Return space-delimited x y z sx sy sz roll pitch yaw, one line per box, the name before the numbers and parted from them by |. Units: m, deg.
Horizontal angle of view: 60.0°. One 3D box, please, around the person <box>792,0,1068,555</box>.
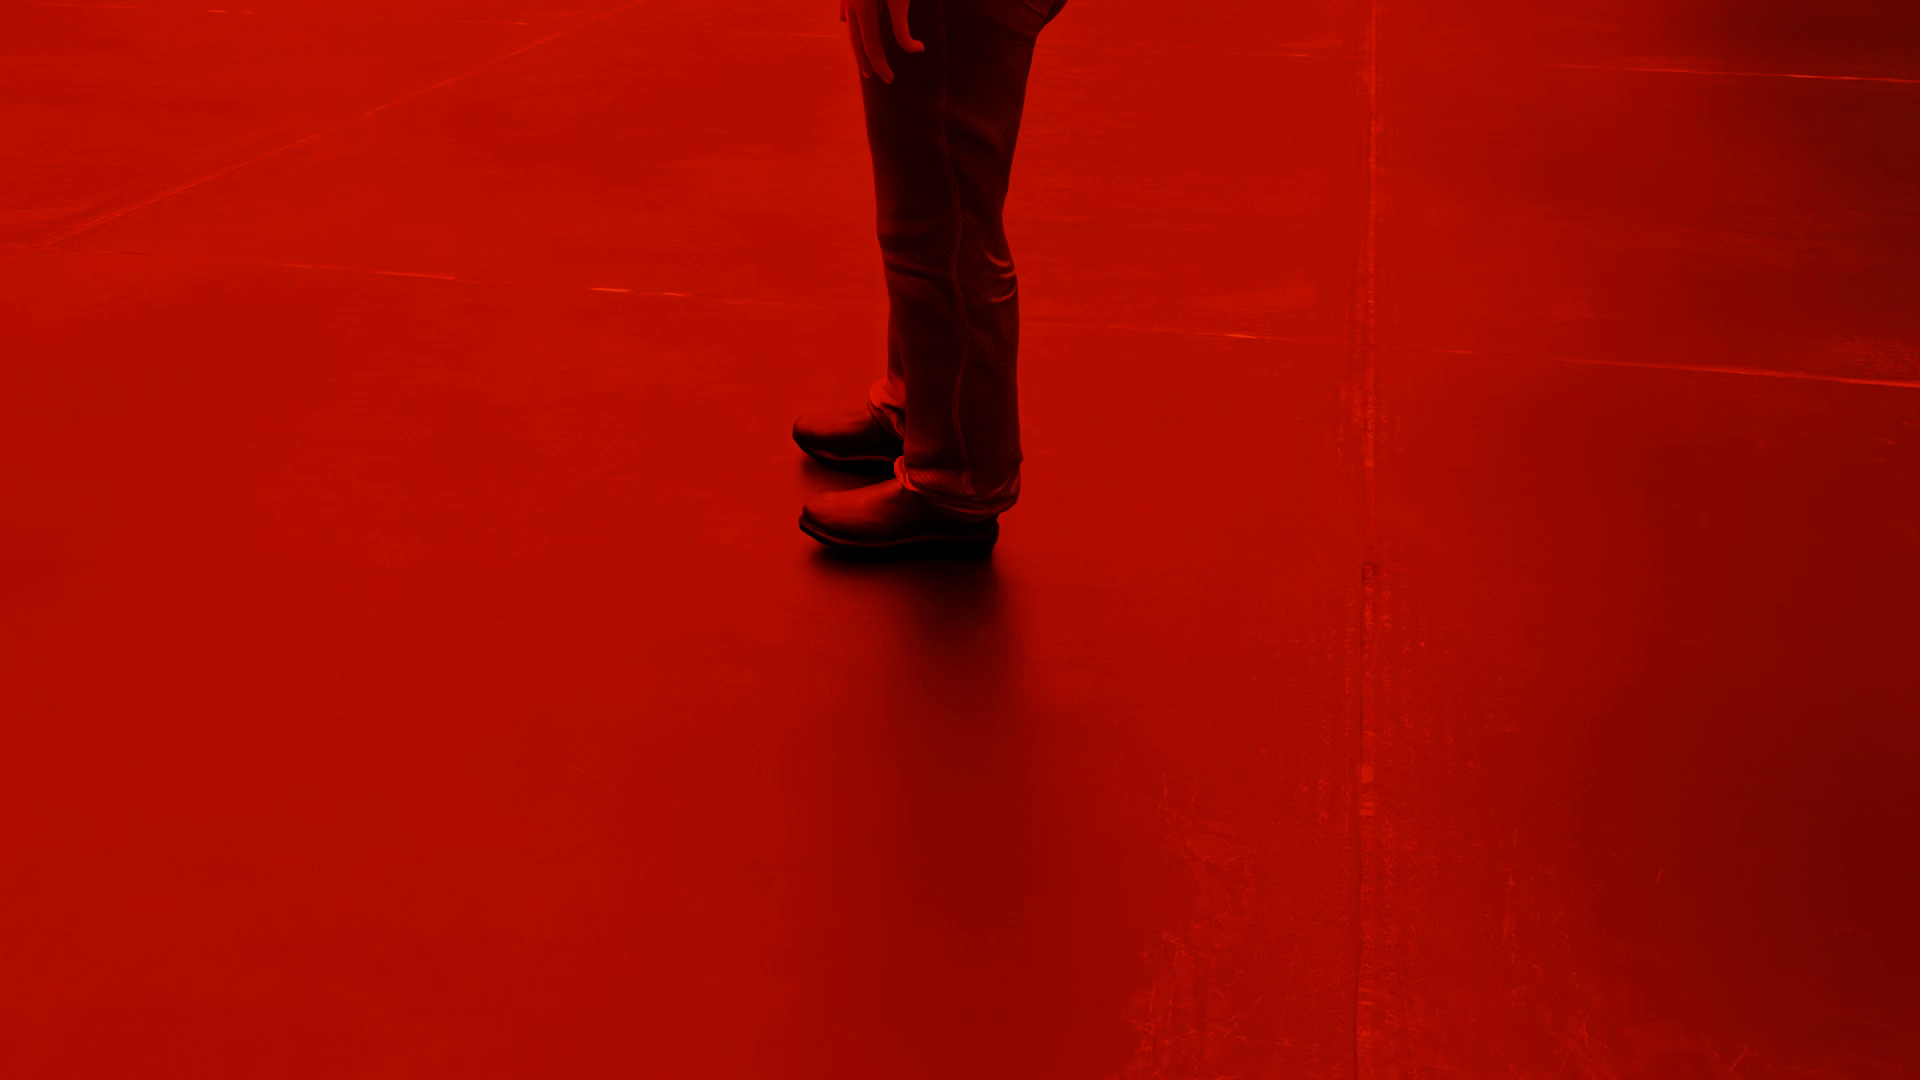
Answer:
person | -0.059 -0.785 2.128 0.568 1.720 0.632 6 27 11
